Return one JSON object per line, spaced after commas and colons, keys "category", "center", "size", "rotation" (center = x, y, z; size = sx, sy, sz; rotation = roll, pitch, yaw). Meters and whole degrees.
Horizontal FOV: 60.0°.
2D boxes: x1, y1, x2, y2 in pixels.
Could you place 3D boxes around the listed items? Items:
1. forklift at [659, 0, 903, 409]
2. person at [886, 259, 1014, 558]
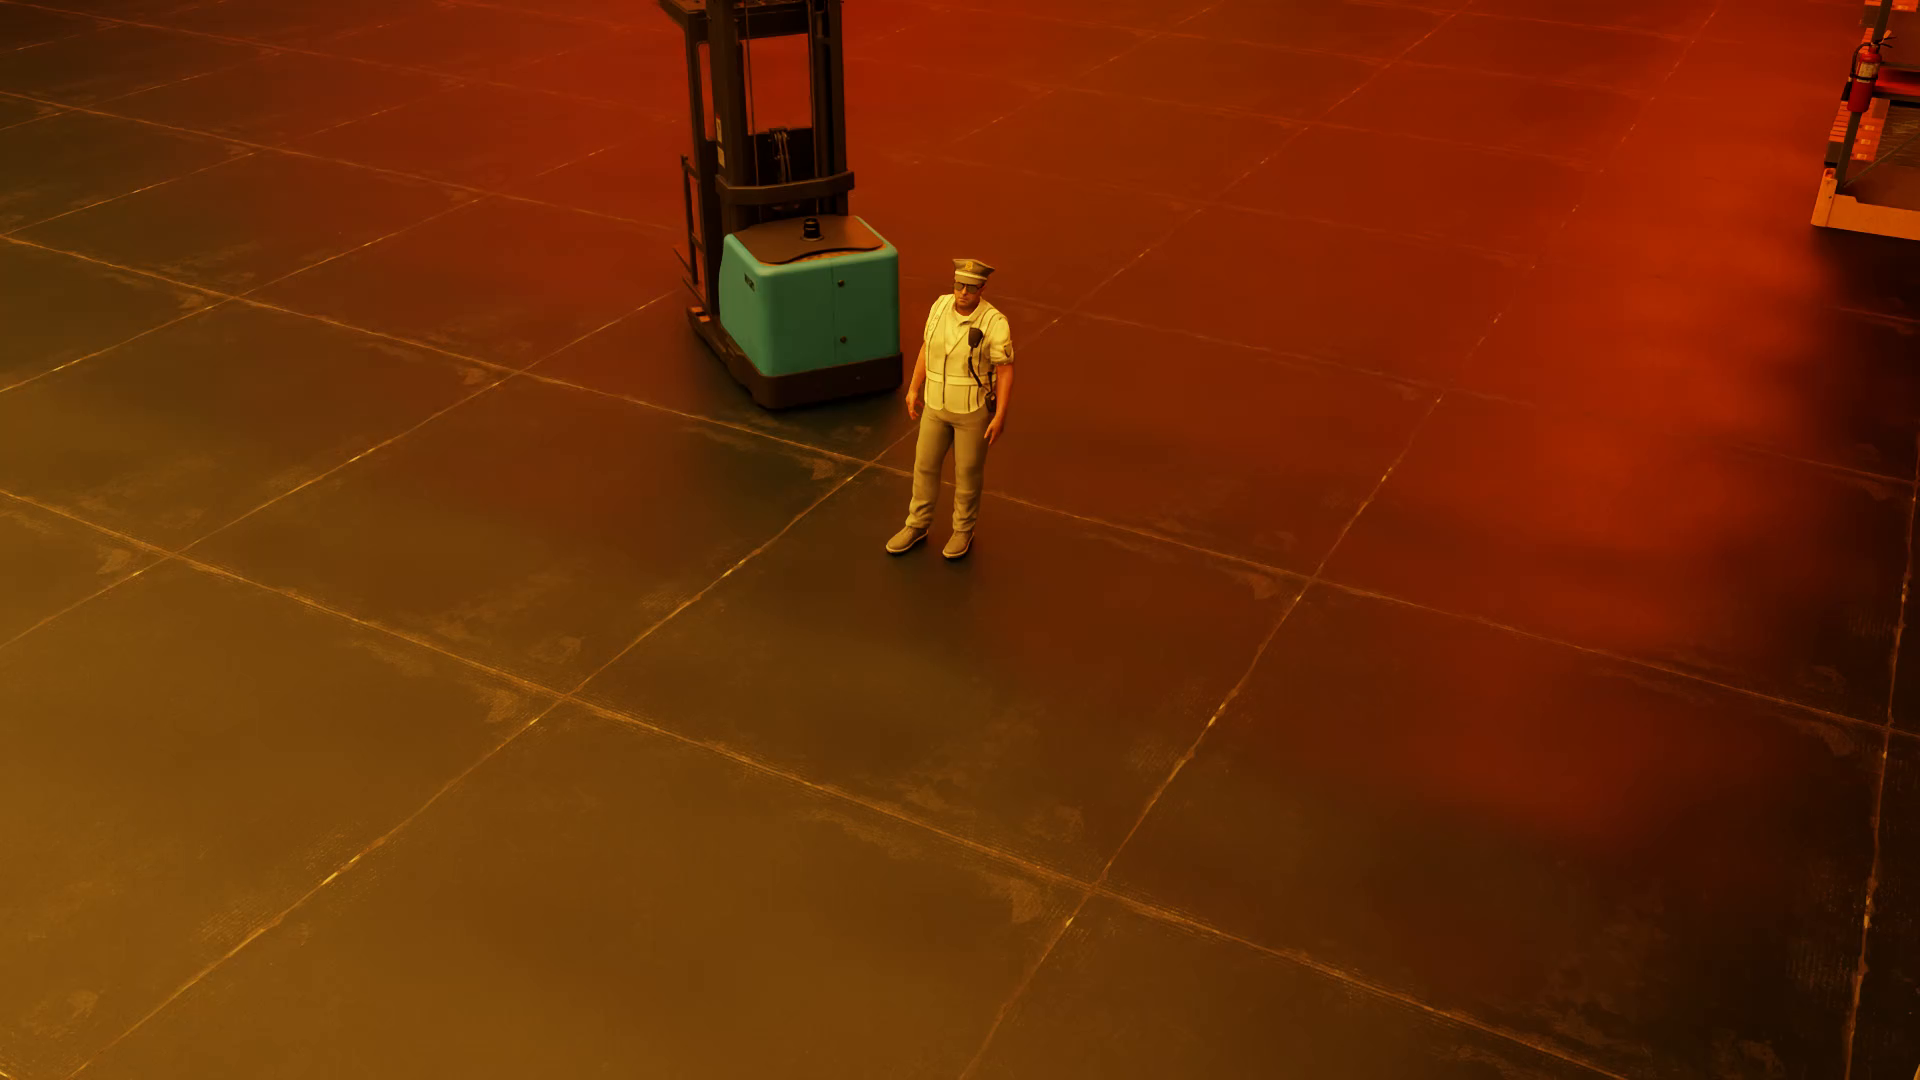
{"category": "forklift", "center": [-1.458, -2.889, 12.077], "size": [1.130, 2.935, 3.031], "rotation": [-12, 32, -20]}
{"category": "person", "center": [-0.048, -0.746, 9.500], "size": [0.641, 1.777, 0.574], "rotation": [15, 33, 25]}
